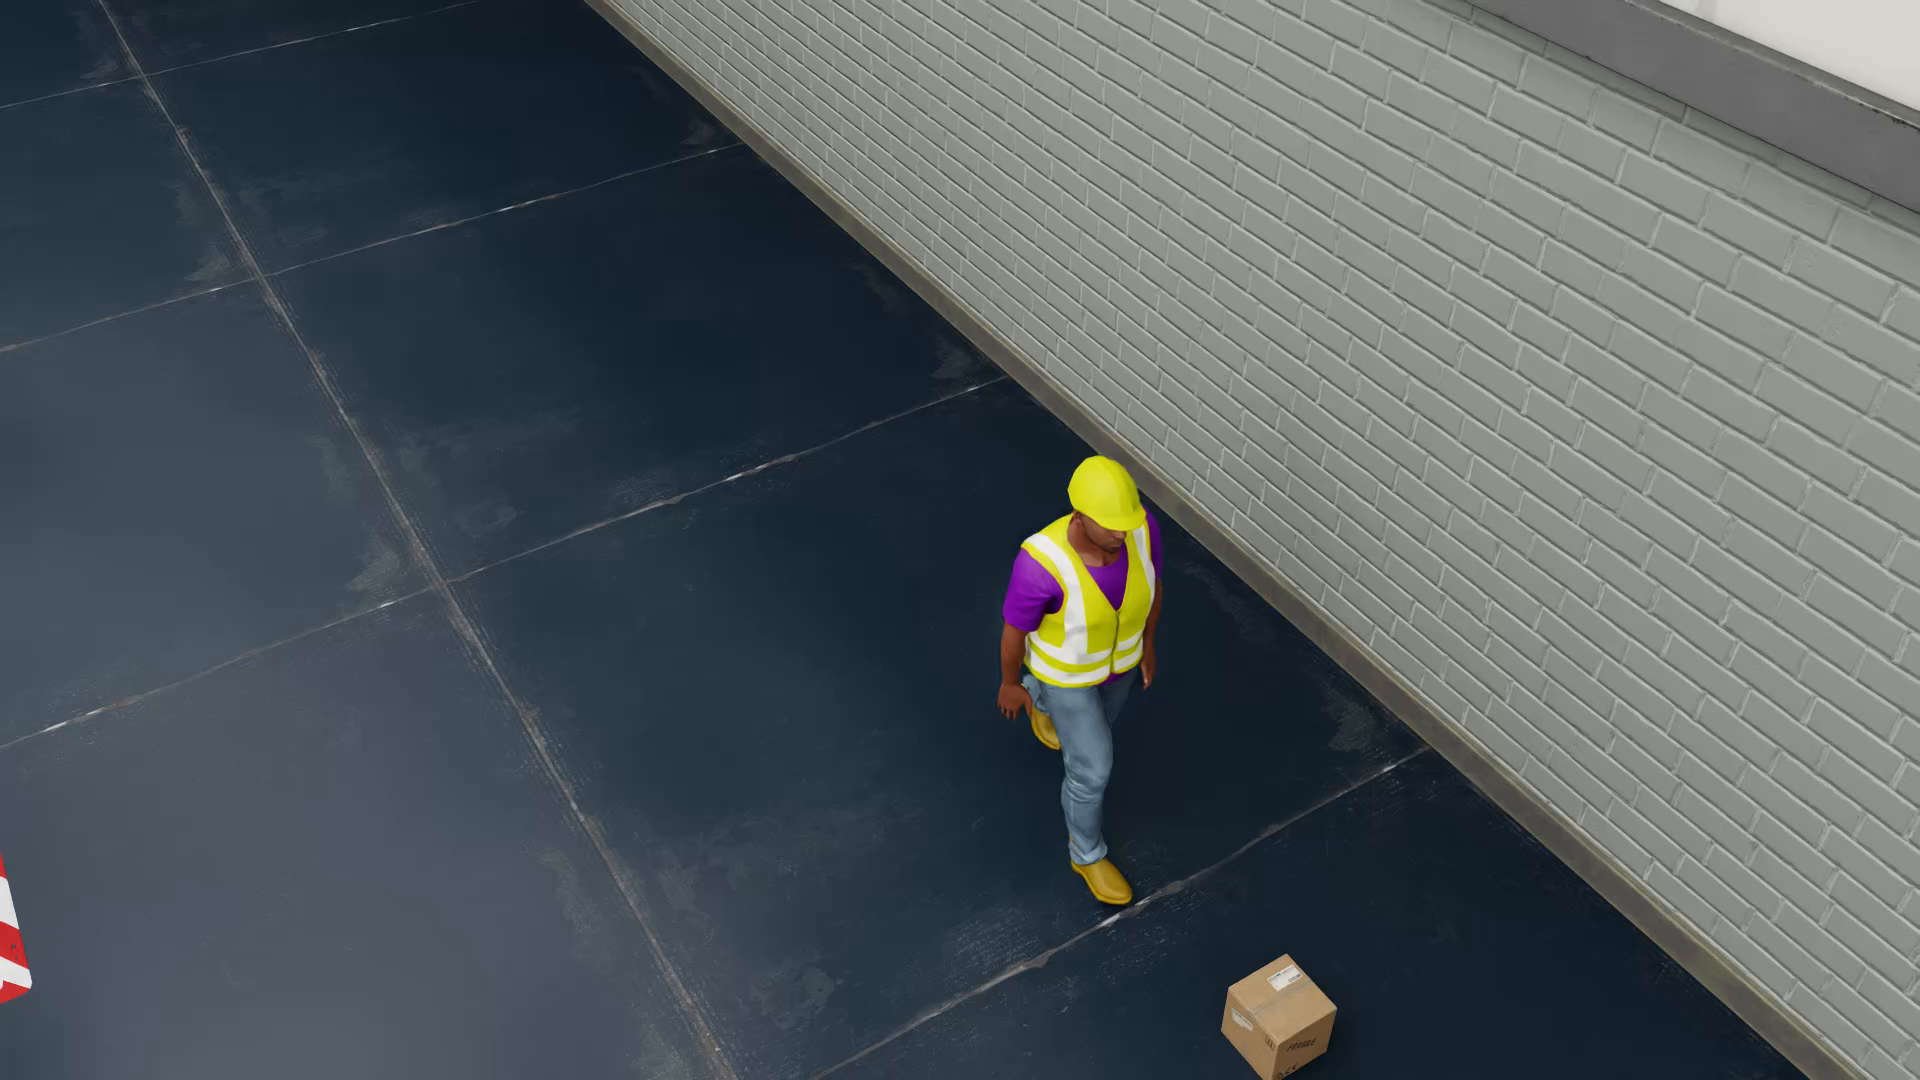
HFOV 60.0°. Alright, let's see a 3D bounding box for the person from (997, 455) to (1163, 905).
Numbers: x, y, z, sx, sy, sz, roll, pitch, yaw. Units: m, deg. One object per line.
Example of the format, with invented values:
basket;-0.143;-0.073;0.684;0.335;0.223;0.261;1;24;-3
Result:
person;0.395;0.376;5.706;0.589;1.737;0.963;-25;46;-26
